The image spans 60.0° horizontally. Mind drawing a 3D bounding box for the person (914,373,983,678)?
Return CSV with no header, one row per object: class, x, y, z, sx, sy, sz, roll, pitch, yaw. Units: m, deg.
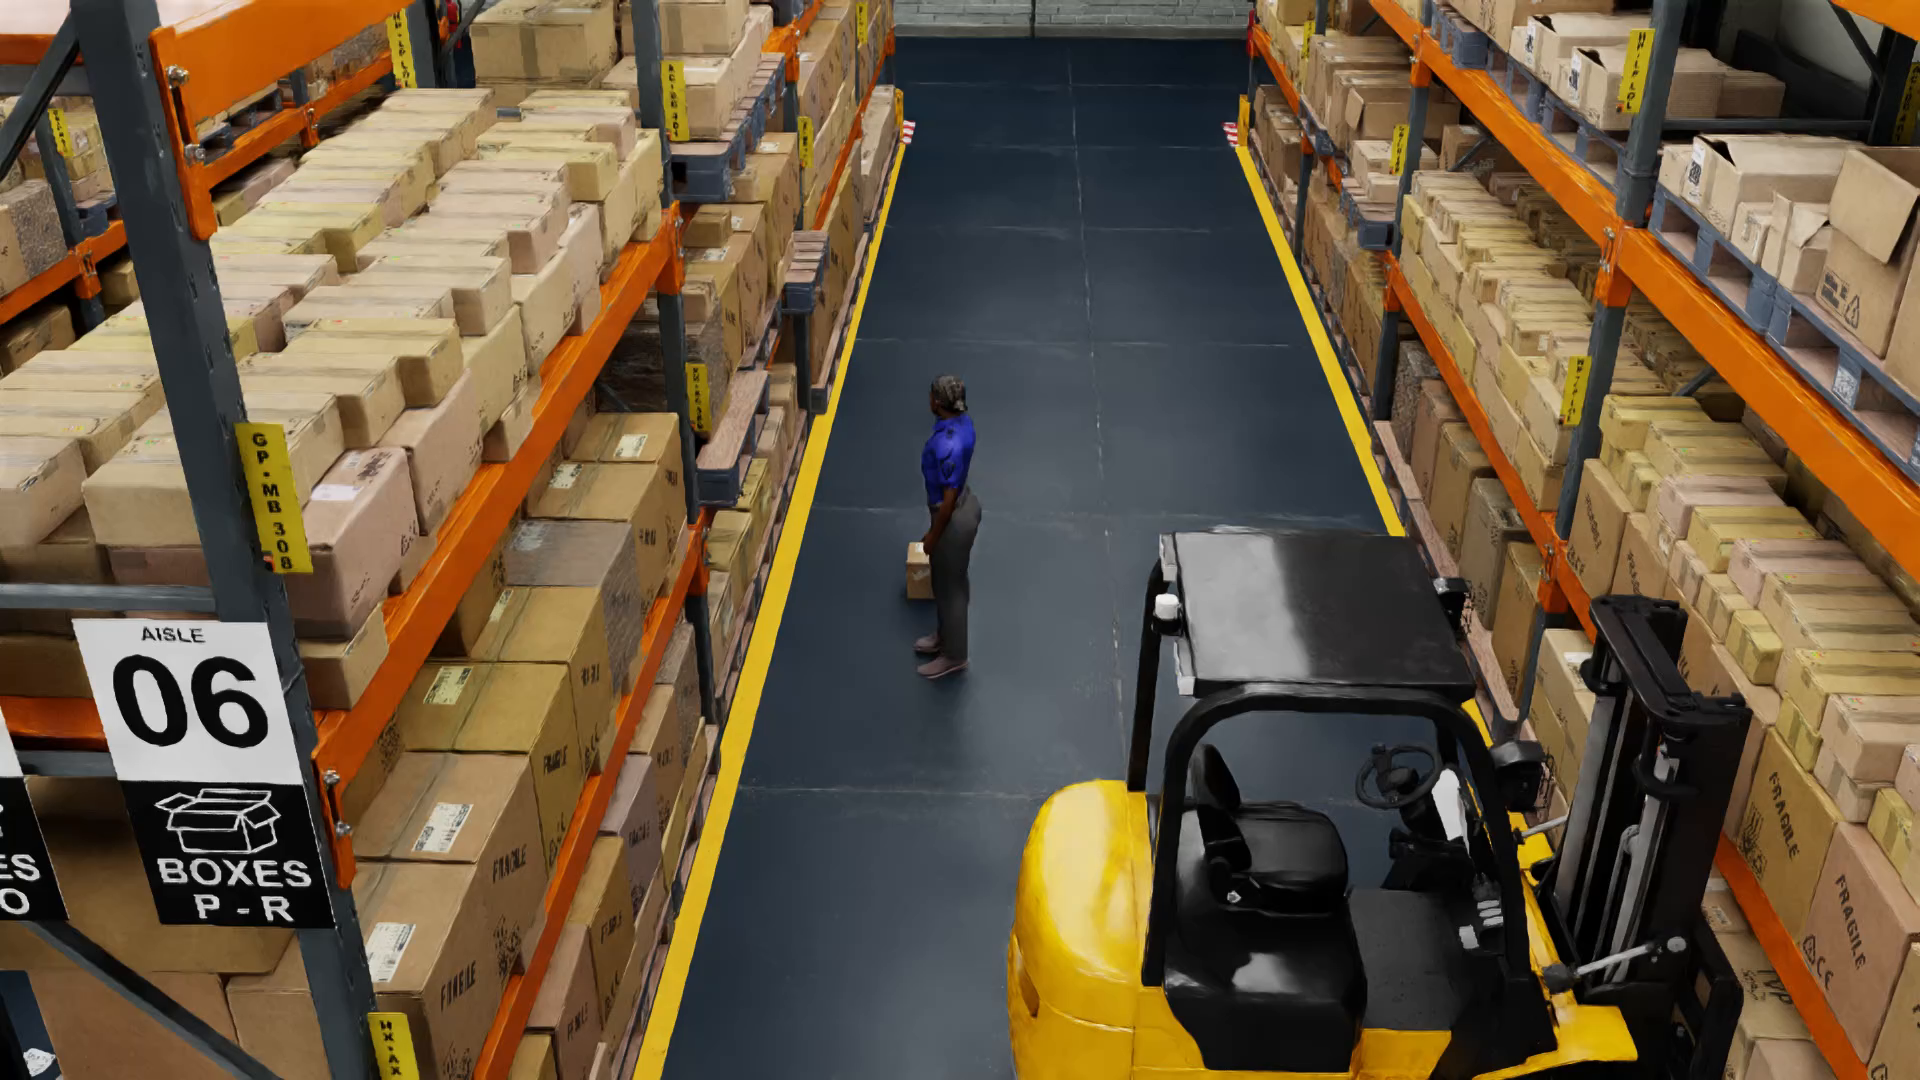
person,-0.075,-0.089,8.784,0.375,1.700,0.486,4,28,8
